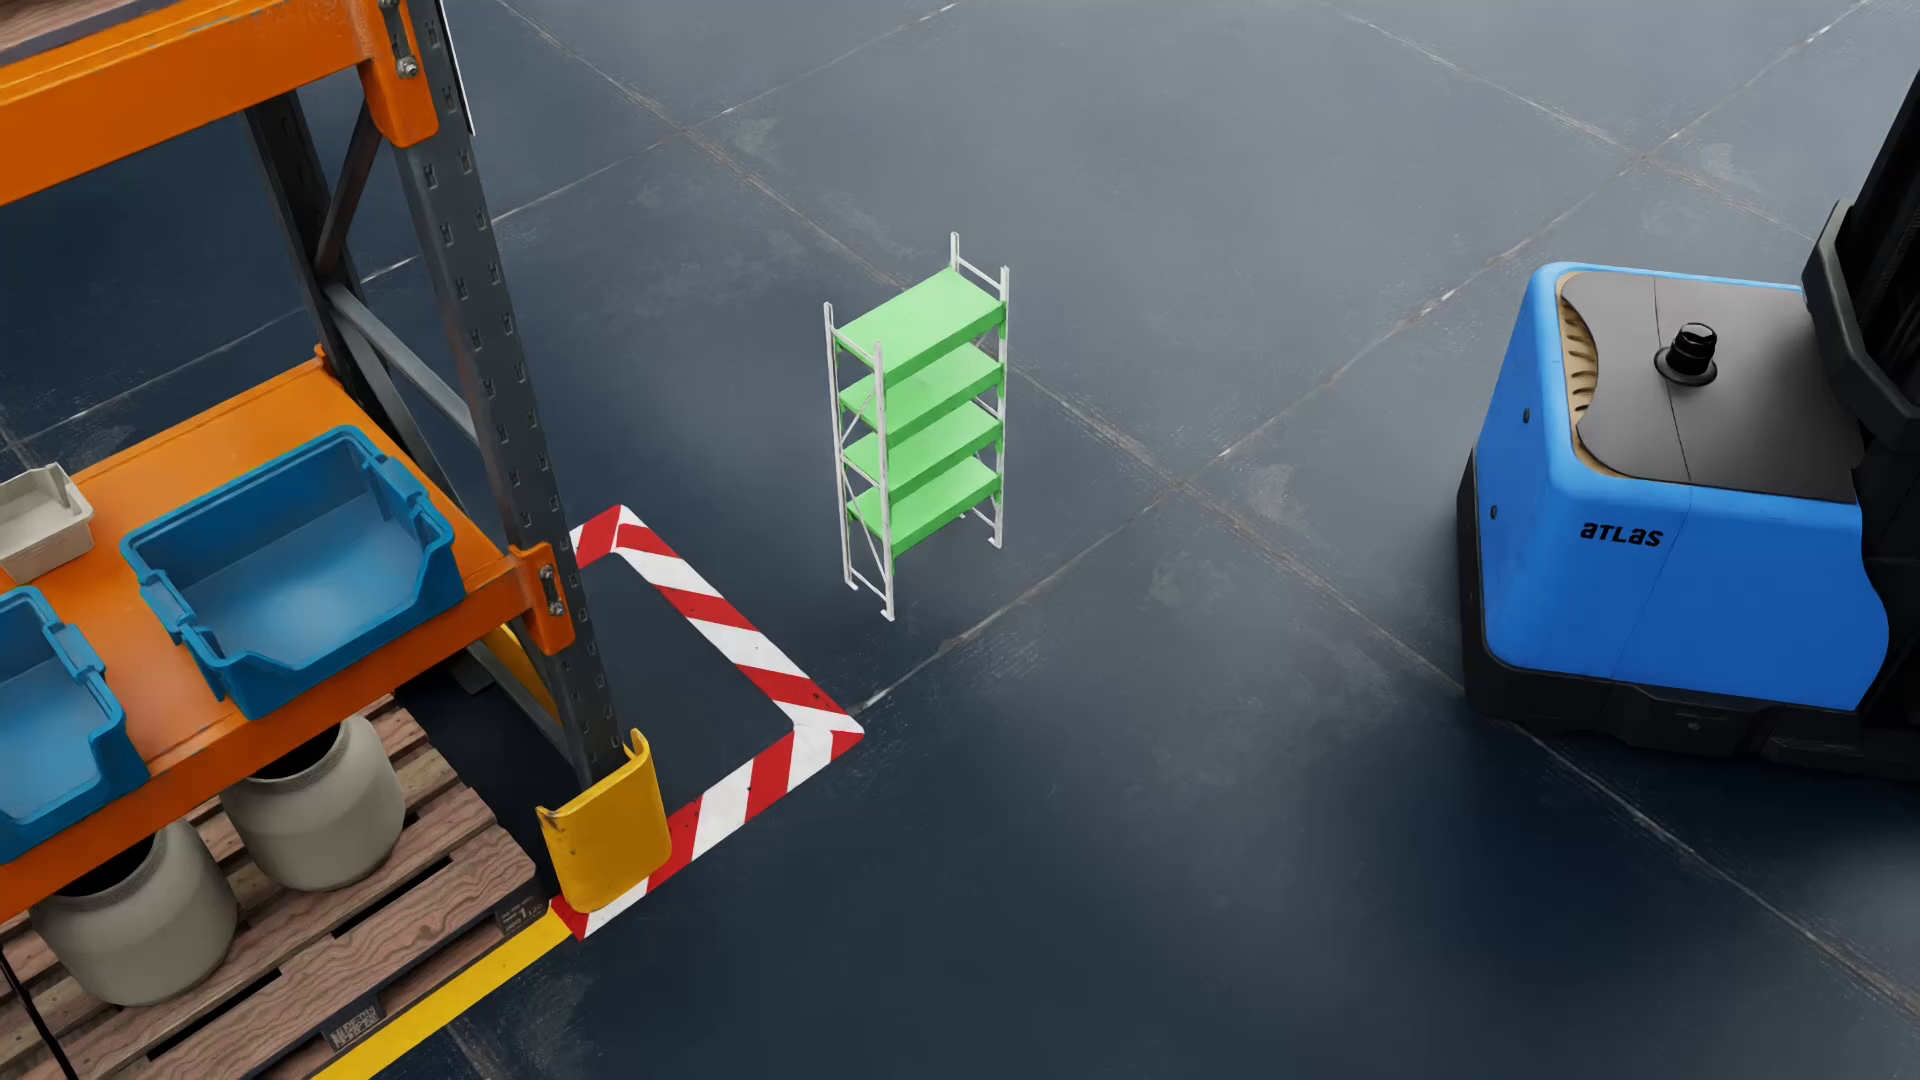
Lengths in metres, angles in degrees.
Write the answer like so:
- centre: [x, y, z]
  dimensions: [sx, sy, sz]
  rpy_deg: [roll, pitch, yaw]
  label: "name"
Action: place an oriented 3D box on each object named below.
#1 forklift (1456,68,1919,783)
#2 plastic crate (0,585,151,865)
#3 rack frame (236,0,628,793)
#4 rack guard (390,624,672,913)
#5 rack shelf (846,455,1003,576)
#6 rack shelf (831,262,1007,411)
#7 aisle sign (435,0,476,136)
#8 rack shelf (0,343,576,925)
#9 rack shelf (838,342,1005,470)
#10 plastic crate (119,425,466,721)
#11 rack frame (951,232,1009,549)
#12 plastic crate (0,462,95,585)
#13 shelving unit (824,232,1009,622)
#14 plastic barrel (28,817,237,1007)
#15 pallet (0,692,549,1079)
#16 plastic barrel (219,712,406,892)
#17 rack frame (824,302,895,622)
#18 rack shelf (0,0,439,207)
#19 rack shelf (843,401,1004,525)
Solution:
- centre: [3.149, -0.596, 4.305]
  dimensions: [3.031, 2.935, 1.130]
  rpy_deg: [7, 48, 7]
  label: "forklift"
- centre: [-1.970, 0.385, 3.455]
  dimensions: [0.408, 0.251, 0.499]
  rpy_deg: [-34, 56, -27]
  label: "plastic crate"
- centre: [-1.317, -0.394, 4.072]
  dimensions: [0.127, 3.000, 1.000]
  rpy_deg: [-34, 56, -27]
  label: "rack frame"
- centre: [-1.341, 0.517, 4.933]
  dimensions: [0.348, 0.500, 1.175]
  rpy_deg: [-34, 56, -27]
  label: "rack guard"
- centre: [-0.122, -0.119, 5.457]
  dimensions: [0.480, 0.148, 0.258]
  rpy_deg: [-34, 56, -27]
  label: "rack shelf"
- centre: [-0.122, -0.607, 4.928]
  dimensions: [0.480, 0.148, 0.258]
  rpy_deg: [-34, 56, -27]
  label: "rack shelf"
- centre: [-1.064, -1.149, 3.001]
  dimensions: [0.004, 0.787, 0.394]
  rpy_deg: [-34, 56, -27]
  label: "aisle sign"
- centre: [-2.797, 0.839, 3.424]
  dimensions: [4.000, 0.370, 1.077]
  rpy_deg: [-34, 56, -27]
  label: "rack shelf"
- centre: [-0.122, -0.444, 5.104]
  dimensions: [0.480, 0.148, 0.258]
  rpy_deg: [-34, 56, -27]
  label: "rack shelf"
- centre: [-1.486, 0.067, 3.748]
  dimensions: [0.616, 0.251, 0.499]
  rpy_deg: [-34, 56, -27]
  label: "plastic crate"
- centre: [0.058, -0.446, 5.345]
  dimensions: [0.015, 1.200, 0.240]
  rpy_deg: [-34, 56, -27]
  label: "rack frame"
- centre: [-2.195, -0.037, 3.922]
  dimensions: [0.250, 0.136, 0.298]
  rpy_deg: [-34, 56, -27]
  label: "plastic crate"
- centre: [-0.122, -0.325, 5.234]
  dimensions: [0.503, 1.200, 0.258]
  rpy_deg: [-34, 56, -27]
  label: "shelving unit"
- centre: [-2.123, 0.922, 4.265]
  dimensions: [0.421, 0.512, 0.421]
  rpy_deg: [0, 47, 0]
  label: "plastic barrel"
- centre: [-1.946, 1.014, 4.671]
  dimensions: [1.213, 0.211, 1.003]
  rpy_deg: [-34, 56, -27]
  label: "pallet"
- centre: [-1.752, 0.674, 4.494]
  dimensions: [0.421, 0.512, 0.421]
  rpy_deg: [0, 47, 0]
  label: "plastic barrel"
- centre: [-0.303, -0.204, 5.122]
  dimensions: [0.015, 1.200, 0.240]
  rpy_deg: [-34, 56, -27]
  label: "rack frame"
- centre: [-2.797, -0.178, 2.322]
  dimensions: [4.000, 0.370, 1.077]
  rpy_deg: [-34, 56, -27]
  label: "rack shelf"
- centre: [-0.122, -0.282, 5.280]
  dimensions: [0.480, 0.148, 0.258]
  rpy_deg: [-34, 56, -27]
  label: "rack shelf"
